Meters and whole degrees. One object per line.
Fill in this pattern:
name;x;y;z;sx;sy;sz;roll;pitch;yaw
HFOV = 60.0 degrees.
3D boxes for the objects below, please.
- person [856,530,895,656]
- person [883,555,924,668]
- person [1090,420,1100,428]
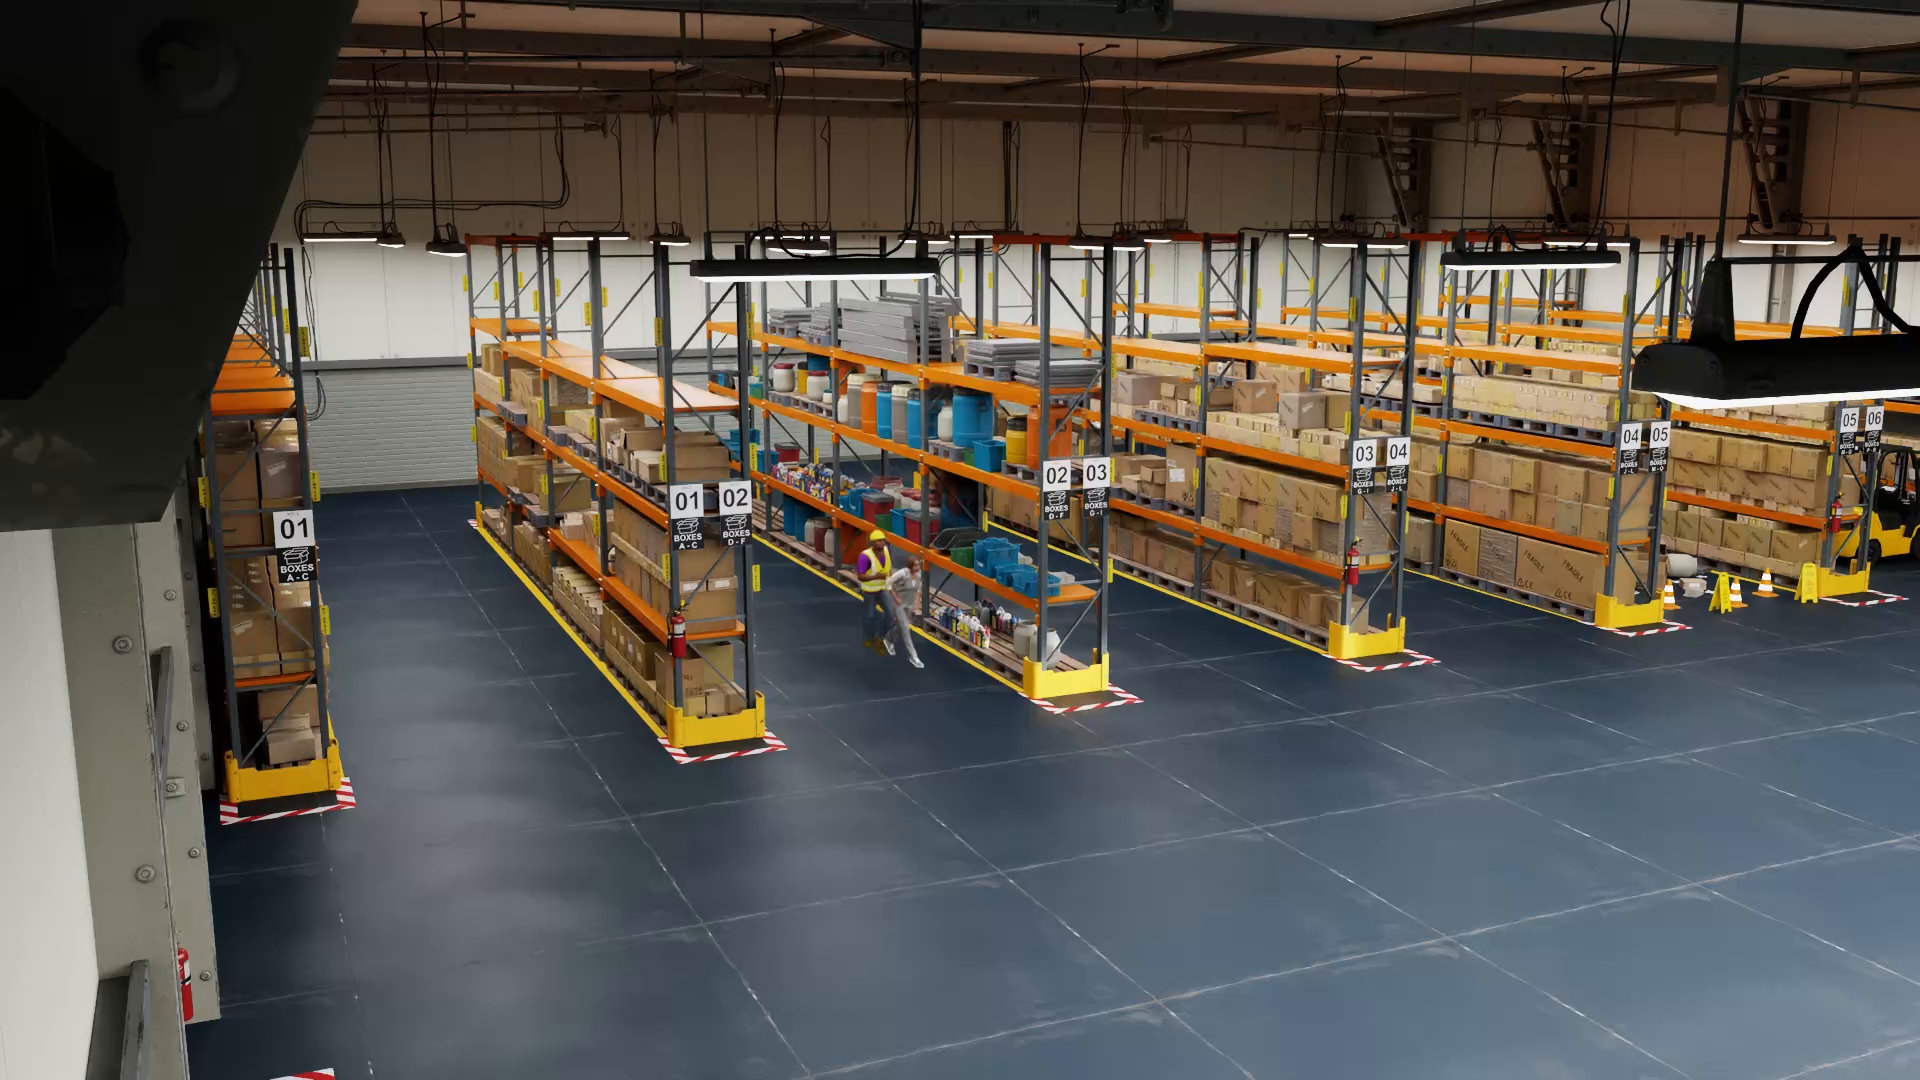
person;-1.150;0.734;23.313;0.735;1.803;0.782;-8;14;-36
person;-0.811;0.933;22.893;0.544;1.568;0.815;-8;13;-34
person;3.193;-2.381;41.149;0.640;1.612;0.500;7;13;33
